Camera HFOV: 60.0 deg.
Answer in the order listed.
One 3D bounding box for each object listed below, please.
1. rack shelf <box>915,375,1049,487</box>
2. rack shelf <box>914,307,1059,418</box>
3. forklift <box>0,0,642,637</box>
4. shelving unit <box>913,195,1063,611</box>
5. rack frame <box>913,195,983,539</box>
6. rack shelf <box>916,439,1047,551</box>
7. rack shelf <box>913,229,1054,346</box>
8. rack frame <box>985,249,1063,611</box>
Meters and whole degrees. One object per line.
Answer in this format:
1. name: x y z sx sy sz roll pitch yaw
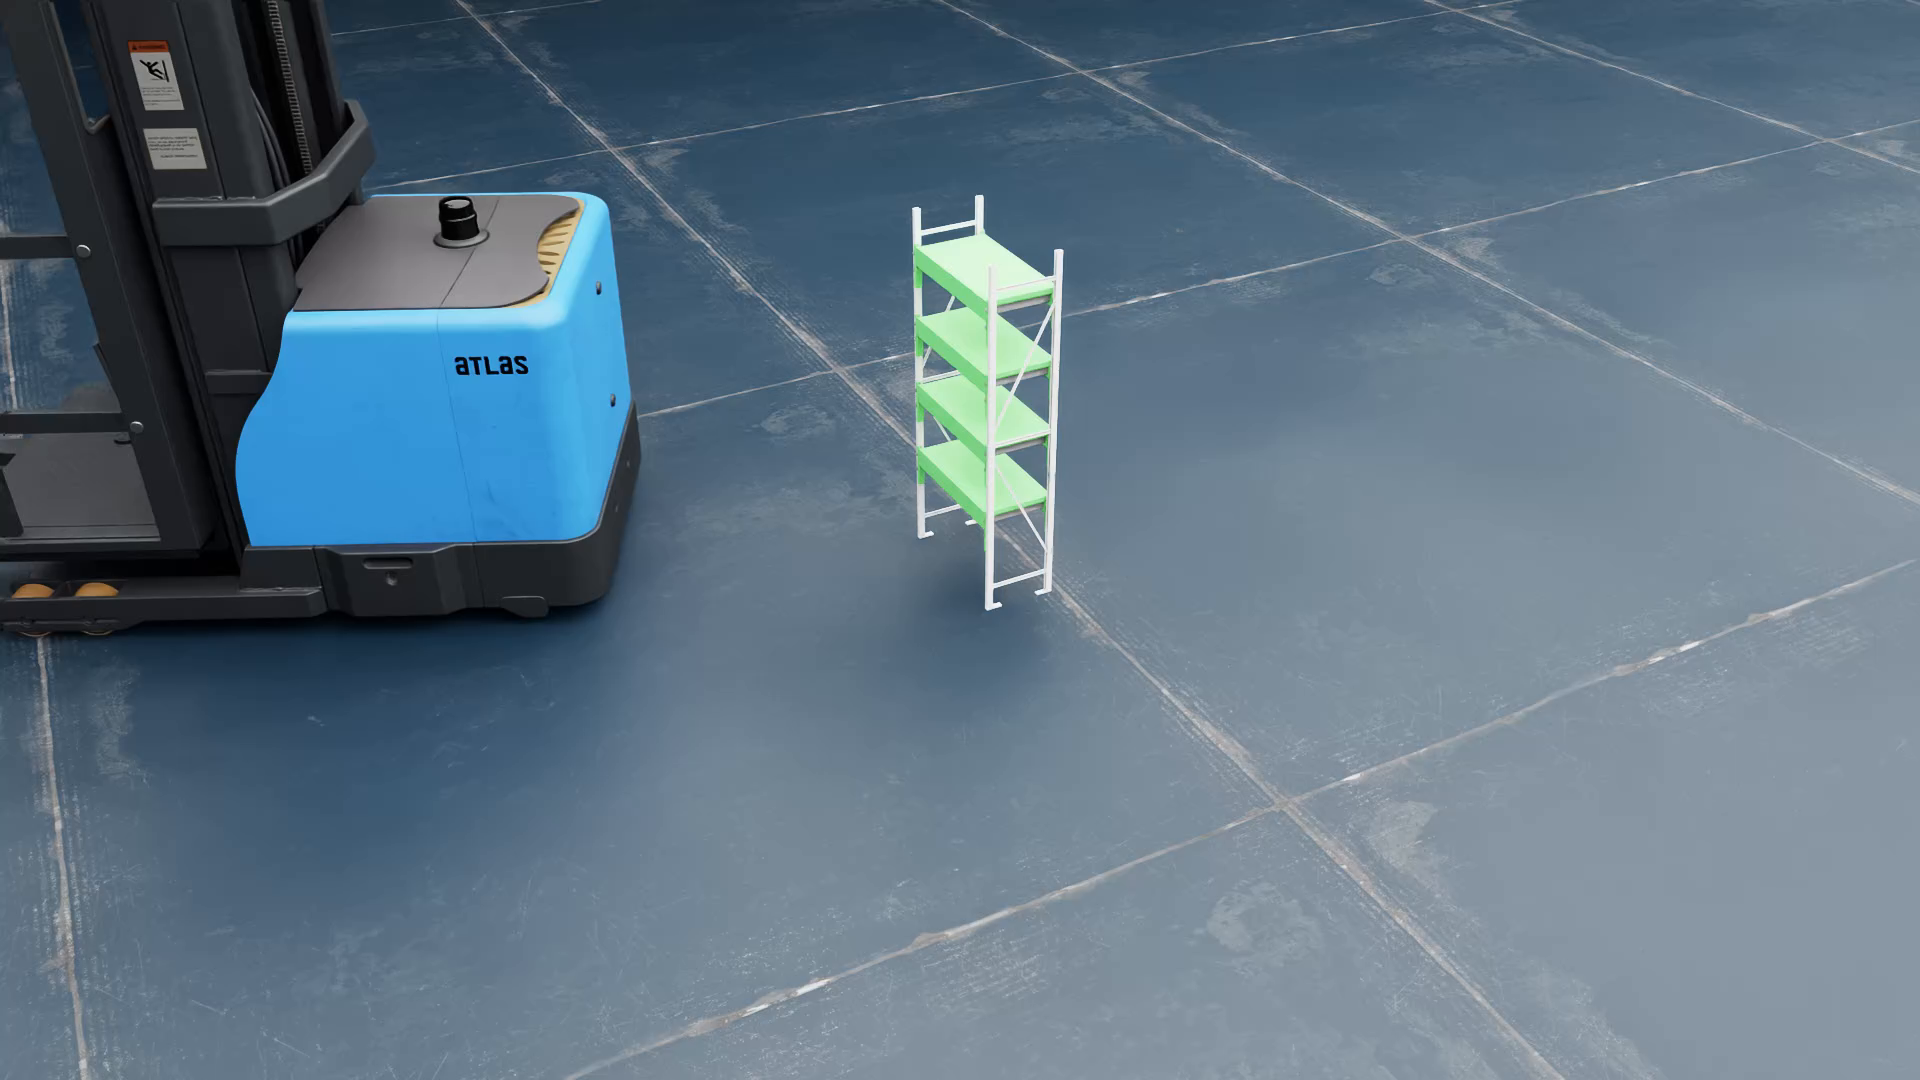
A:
1. rack shelf: 0.077 -0.372 5.337 0.258 0.148 0.480 -16 36 -23
2. rack shelf: 0.077 -0.574 5.208 0.258 0.148 0.480 -16 36 -23
3. forklift: -2.664 -1.219 4.935 3.031 2.935 1.130 -1 33 -2
4. shelving unit: 0.077 -0.426 5.303 0.258 1.200 0.503 -16 36 -23
5. rack frame: -0.037 -0.543 5.485 0.240 1.200 0.015 -16 36 -23
6. rack shelf: 0.077 -0.170 5.467 0.258 0.148 0.480 -16 36 -23
7. rack shelf: 0.077 -0.777 5.079 0.258 0.148 0.480 -16 36 -23
8. rack frame: 0.191 -0.310 5.121 0.240 1.200 0.015 -16 36 -23
